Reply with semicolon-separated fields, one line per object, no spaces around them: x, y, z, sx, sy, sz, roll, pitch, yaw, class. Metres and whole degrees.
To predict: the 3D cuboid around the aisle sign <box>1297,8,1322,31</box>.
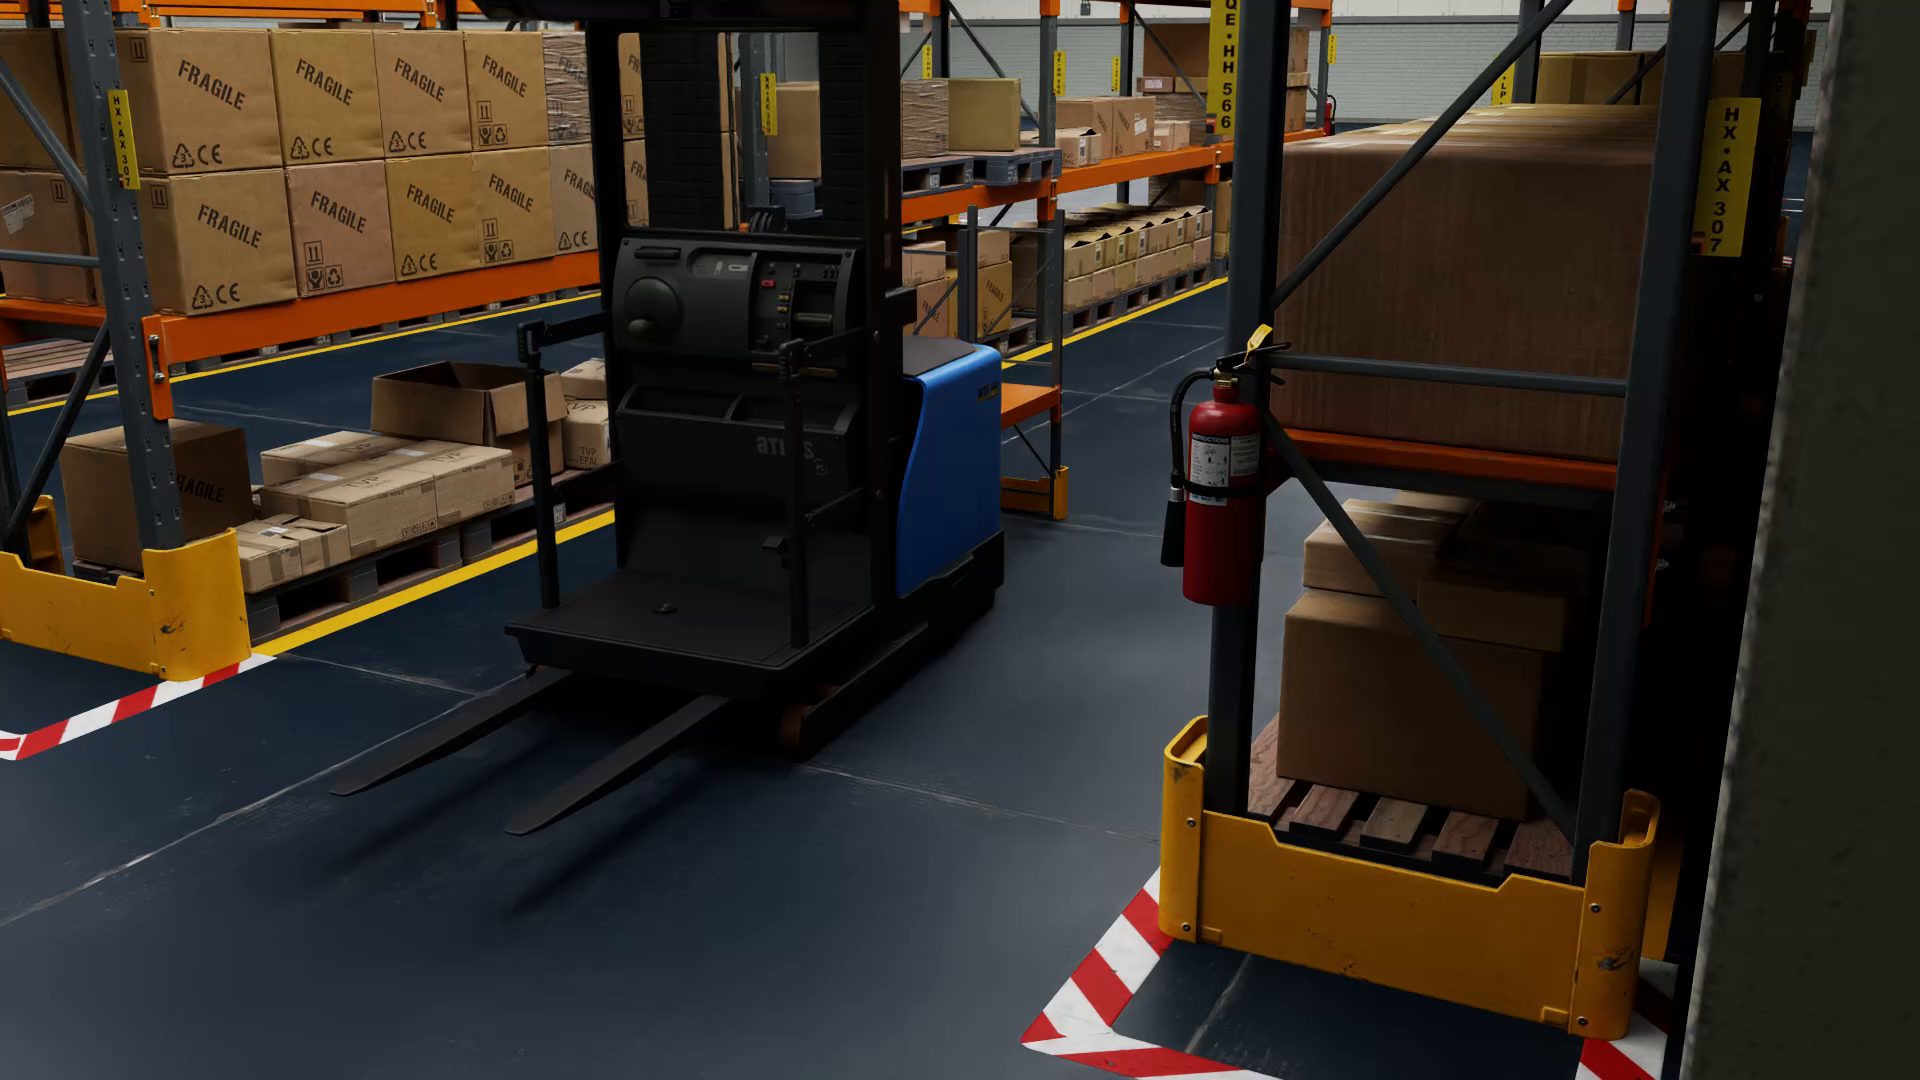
4.121;-6.310;19.270;0.394;0.787;0.004;8;18;25;aisle sign

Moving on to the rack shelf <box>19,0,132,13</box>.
-6.856;-3.243;9.504;1.077;0.370;4.000;8;18;25;rack shelf

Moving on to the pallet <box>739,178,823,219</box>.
-1.078;-2.126;10.084;1.003;0.211;1.213;8;18;25;pallet

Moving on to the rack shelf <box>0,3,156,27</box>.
-12.105;-6.568;20.697;1.077;0.370;4.000;8;18;25;rack shelf

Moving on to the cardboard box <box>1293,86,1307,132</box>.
3.609;-5.015;19.301;0.700;0.500;0.500;8;18;25;cardboard box

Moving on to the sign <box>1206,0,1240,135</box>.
0.634;-1.121;3.915;0.100;0.325;0.005;8;18;25;sign

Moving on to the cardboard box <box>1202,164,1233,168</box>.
2.957;-3.963;18.706;0.500;0.500;0.500;8;18;25;cardboard box

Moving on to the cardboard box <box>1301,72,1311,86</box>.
3.829;-5.322;19.194;0.380;0.149;0.250;8;18;24;cardboard box

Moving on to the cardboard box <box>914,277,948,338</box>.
-0.414;-1.525;11.343;0.500;0.500;0.500;7;18;23;cardboard box

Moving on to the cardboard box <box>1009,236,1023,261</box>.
0.268;-2.364;13.655;0.500;0.311;0.500;9;19;27;cardboard box

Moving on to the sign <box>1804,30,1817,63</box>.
8.750;-5.086;17.126;0.100;0.325;0.005;8;18;25;sign

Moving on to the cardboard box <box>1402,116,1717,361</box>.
1.996;-1.035;5.547;0.980;0.700;0.700;7;18;23;cardboard box

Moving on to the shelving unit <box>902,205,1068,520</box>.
0.034;-0.738;7.710;0.587;1.500;1.083;8;18;25;shelving unit

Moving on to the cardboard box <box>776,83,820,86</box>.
-0.871;-2.553;10.272;0.700;0.500;0.500;12;20;34;cardboard box

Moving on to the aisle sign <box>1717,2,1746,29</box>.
8.026;-5.758;17.411;0.394;0.787;0.004;8;18;25;aisle sign

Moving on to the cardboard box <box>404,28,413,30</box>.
-6.864;-6.147;20.831;0.500;0.500;0.500;8;18;25;cardboard box

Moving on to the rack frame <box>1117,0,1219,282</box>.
2.042;-4.066;16.279;1.000;3.000;0.127;8;18;25;rack frame

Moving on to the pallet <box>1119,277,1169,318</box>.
1.203;-2.225;14.978;1.003;0.211;1.213;8;18;25;pallet

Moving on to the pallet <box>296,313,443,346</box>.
-5.037;-1.826;13.635;1.003;0.211;1.213;8;18;25;pallet

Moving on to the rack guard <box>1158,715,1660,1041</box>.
1.102;0.824;4.205;1.175;0.500;0.348;8;18;25;rack guard

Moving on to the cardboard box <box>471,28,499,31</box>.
-6.168;-6.207;21.033;0.500;0.500;0.500;8;18;25;cardboard box

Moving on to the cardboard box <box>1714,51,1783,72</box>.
4.250;-2.567;9.183;0.500;0.250;0.500;8;18;24;cardboard box

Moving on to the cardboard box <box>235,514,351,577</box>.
-2.714;0.011;6.755;0.380;0.166;0.250;8;18;25;cardboard box

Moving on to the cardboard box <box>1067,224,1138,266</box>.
1.208;-2.560;14.315;0.500;0.311;0.500;8;18;24;cardboard box

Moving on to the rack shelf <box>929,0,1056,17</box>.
-0.639;-3.631;10.809;1.077;0.370;4.000;8;18;25;rack shelf

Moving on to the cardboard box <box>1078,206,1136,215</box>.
1.406;-3.018;15.856;0.500;0.311;0.500;8;18;25;cardboard box

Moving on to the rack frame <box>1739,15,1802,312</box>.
6.475;-3.437;14.161;1.000;3.000;0.127;8;18;25;rack frame

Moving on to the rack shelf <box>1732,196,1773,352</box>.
3.794;-1.564;9.118;1.077;0.370;4.000;8;18;25;rack shelf

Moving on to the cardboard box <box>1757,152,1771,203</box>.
4.025;-2.076;8.845;0.500;0.500;0.500;9;19;27;cardboard box

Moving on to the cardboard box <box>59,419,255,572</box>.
-3.298;-0.192;6.853;0.500;0.500;0.500;8;18;25;cardboard box

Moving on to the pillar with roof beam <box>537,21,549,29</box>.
-7.563;-15.088;42.851;9.100;9.000;0.400;8;18;25;pillar with roof beam

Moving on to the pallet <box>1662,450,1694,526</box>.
3.178;-0.268;8.391;1.003;0.211;1.213;8;18;25;pallet

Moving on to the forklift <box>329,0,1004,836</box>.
-0.869;-0.839;5.534;1.130;2.935;3.031;7;18;23;forklift

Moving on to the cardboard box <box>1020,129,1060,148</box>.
0.456;-3.091;13.155;0.500;0.311;0.500;9;19;29;cardboard box

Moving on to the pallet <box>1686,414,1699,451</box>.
3.722;-0.580;9.441;1.003;0.211;1.213;8;18;25;pallet

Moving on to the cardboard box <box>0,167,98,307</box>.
-3.364;-1.206;6.475;0.500;0.500;0.500;9;19;27;cardboard box

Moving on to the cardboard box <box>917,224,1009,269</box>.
0.025;-2.136;12.083;0.500;0.250;0.500;9;19;27;cardboard box

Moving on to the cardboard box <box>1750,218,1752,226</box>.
4.103;-1.795;9.041;0.380;0.149;0.250;8;18;24;cardboard box

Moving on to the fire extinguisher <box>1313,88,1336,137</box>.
4.297;-5.019;19.623;0.296;0.674;0.183;8;18;25;fire extinguisher

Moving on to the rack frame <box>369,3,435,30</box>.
-6.819;-5.327;20.526;1.000;3.000;0.127;8;18;25;rack frame

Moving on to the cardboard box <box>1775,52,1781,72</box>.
4.023;-2.437;8.746;0.500;0.250;0.500;8;18;24;cardboard box

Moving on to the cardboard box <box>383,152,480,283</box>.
-2.434;-1.396;7.116;0.500;0.500;0.500;8;18;25;cardboard box

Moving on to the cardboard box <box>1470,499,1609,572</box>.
1.797;-0.021;5.173;0.380;0.149;0.250;8;18;26;cardboard box

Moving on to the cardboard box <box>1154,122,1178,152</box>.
1.813;-3.754;15.466;0.396;0.266;0.258;8;18;24;cardboard box

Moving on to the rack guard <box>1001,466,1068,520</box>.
0.257;-0.266;8.315;0.587;0.250;0.087;8;18;25;rack guard

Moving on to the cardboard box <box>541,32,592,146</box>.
-1.979;-2.135;7.845;0.500;0.500;0.500;8;18;26;cardboard box

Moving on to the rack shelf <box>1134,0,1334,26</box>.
2.935;-5.668;17.670;1.077;0.370;4.000;8;18;25;rack shelf

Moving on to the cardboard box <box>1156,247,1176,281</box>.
1.660;-2.548;15.259;0.500;0.250;0.500;9;19;27;cardboard box

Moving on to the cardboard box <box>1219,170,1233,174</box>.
2.976;-3.642;17.625;0.500;0.500;0.500;8;18;25;cardboard box

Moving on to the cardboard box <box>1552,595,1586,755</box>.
1.560;0.298;5.238;0.700;0.500;0.500;8;18;25;cardboard box
